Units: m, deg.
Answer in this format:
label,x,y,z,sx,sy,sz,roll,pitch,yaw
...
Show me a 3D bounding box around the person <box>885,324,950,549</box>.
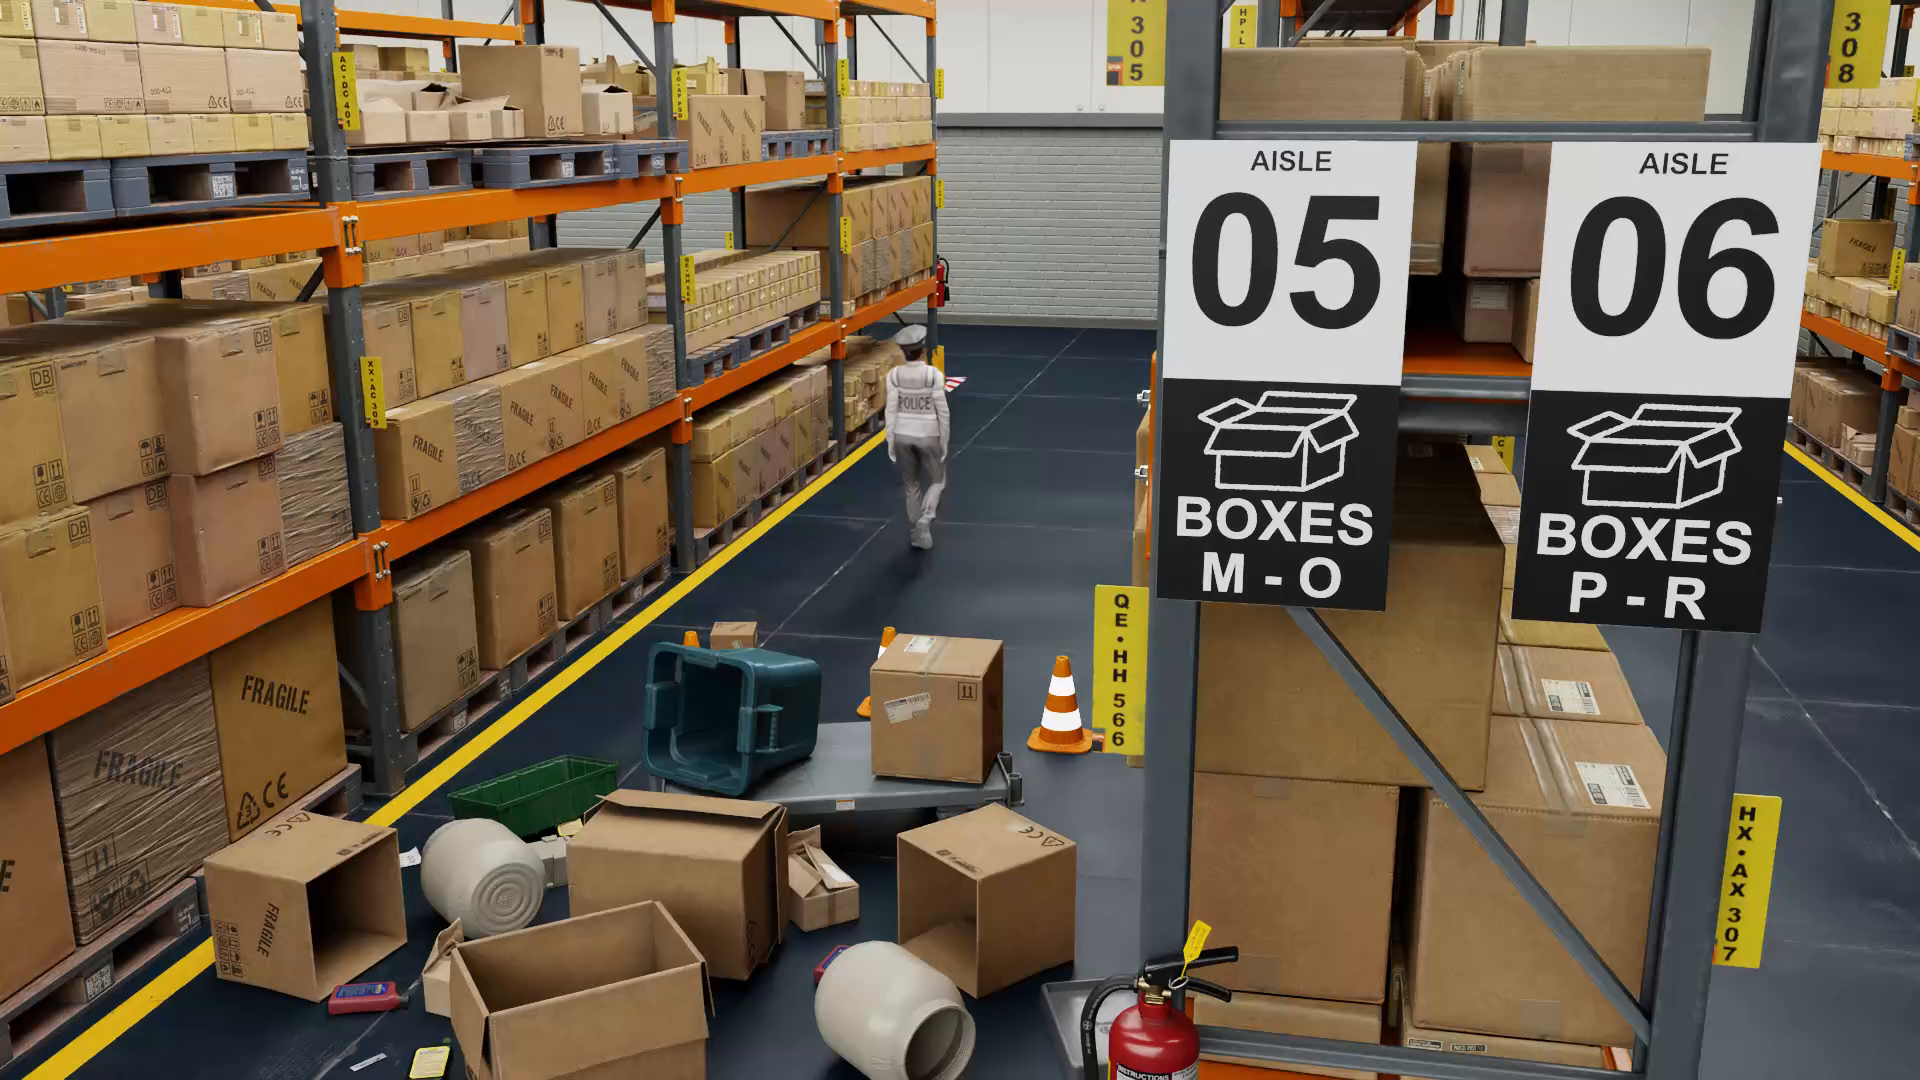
label,x,y,z,sx,sy,sz,roll,pitch,yaw
person,-0.311,-0.740,12.196,0.487,1.672,0.614,3,15,11
